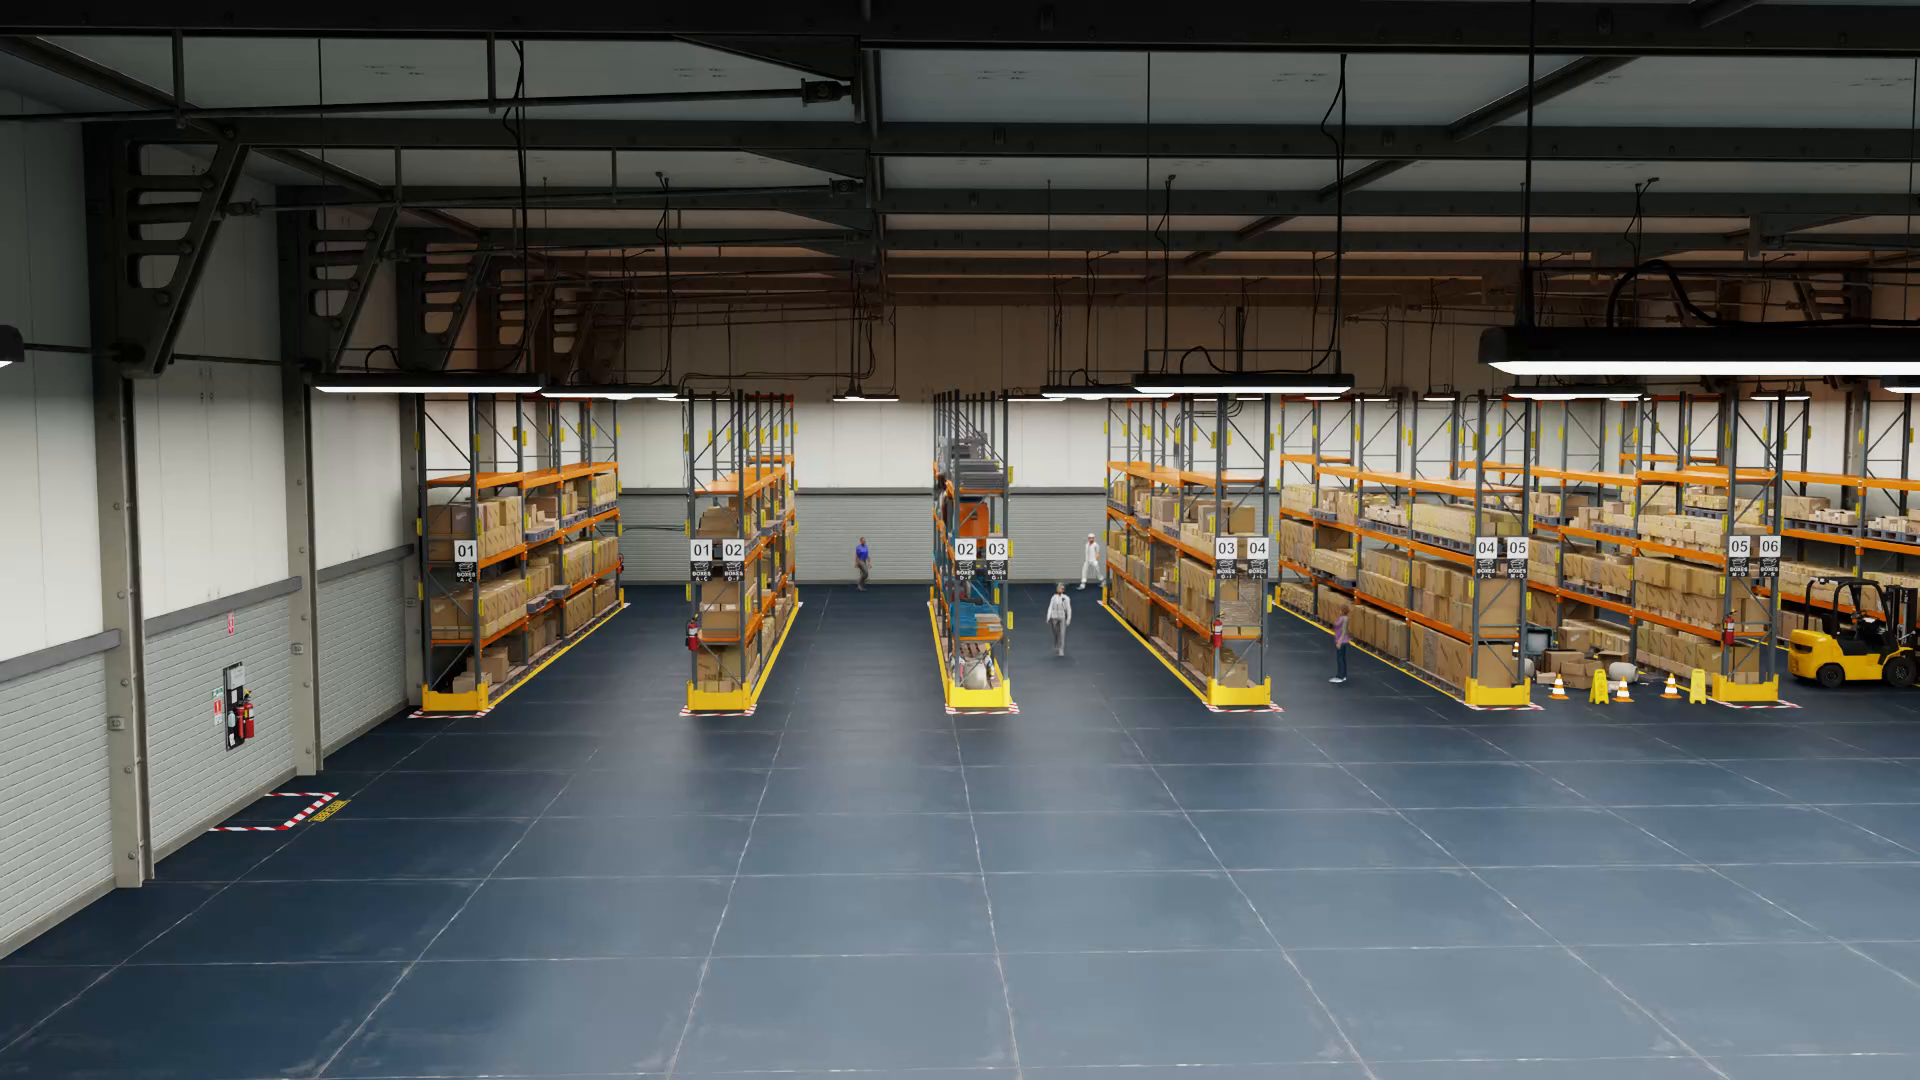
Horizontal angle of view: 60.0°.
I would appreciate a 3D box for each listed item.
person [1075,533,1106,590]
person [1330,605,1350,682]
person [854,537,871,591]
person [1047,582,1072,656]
[{"bbox_3d":[4.045,0.670,51.308,1.075,1.753,0.628,-4,6,-43],"label":"person"},{"bbox_3d":[7.849,2.139,34.323,0.364,1.586,0.486,1,5,17],"label":"person"},{"bbox_3d":[-2.960,0.733,50.933,0.482,1.649,0.451,2,5,18],"label":"person"},{"bbox_3d":[2.261,1.781,37.927,0.570,1.645,0.958,0,5,2],"label":"person"}]
